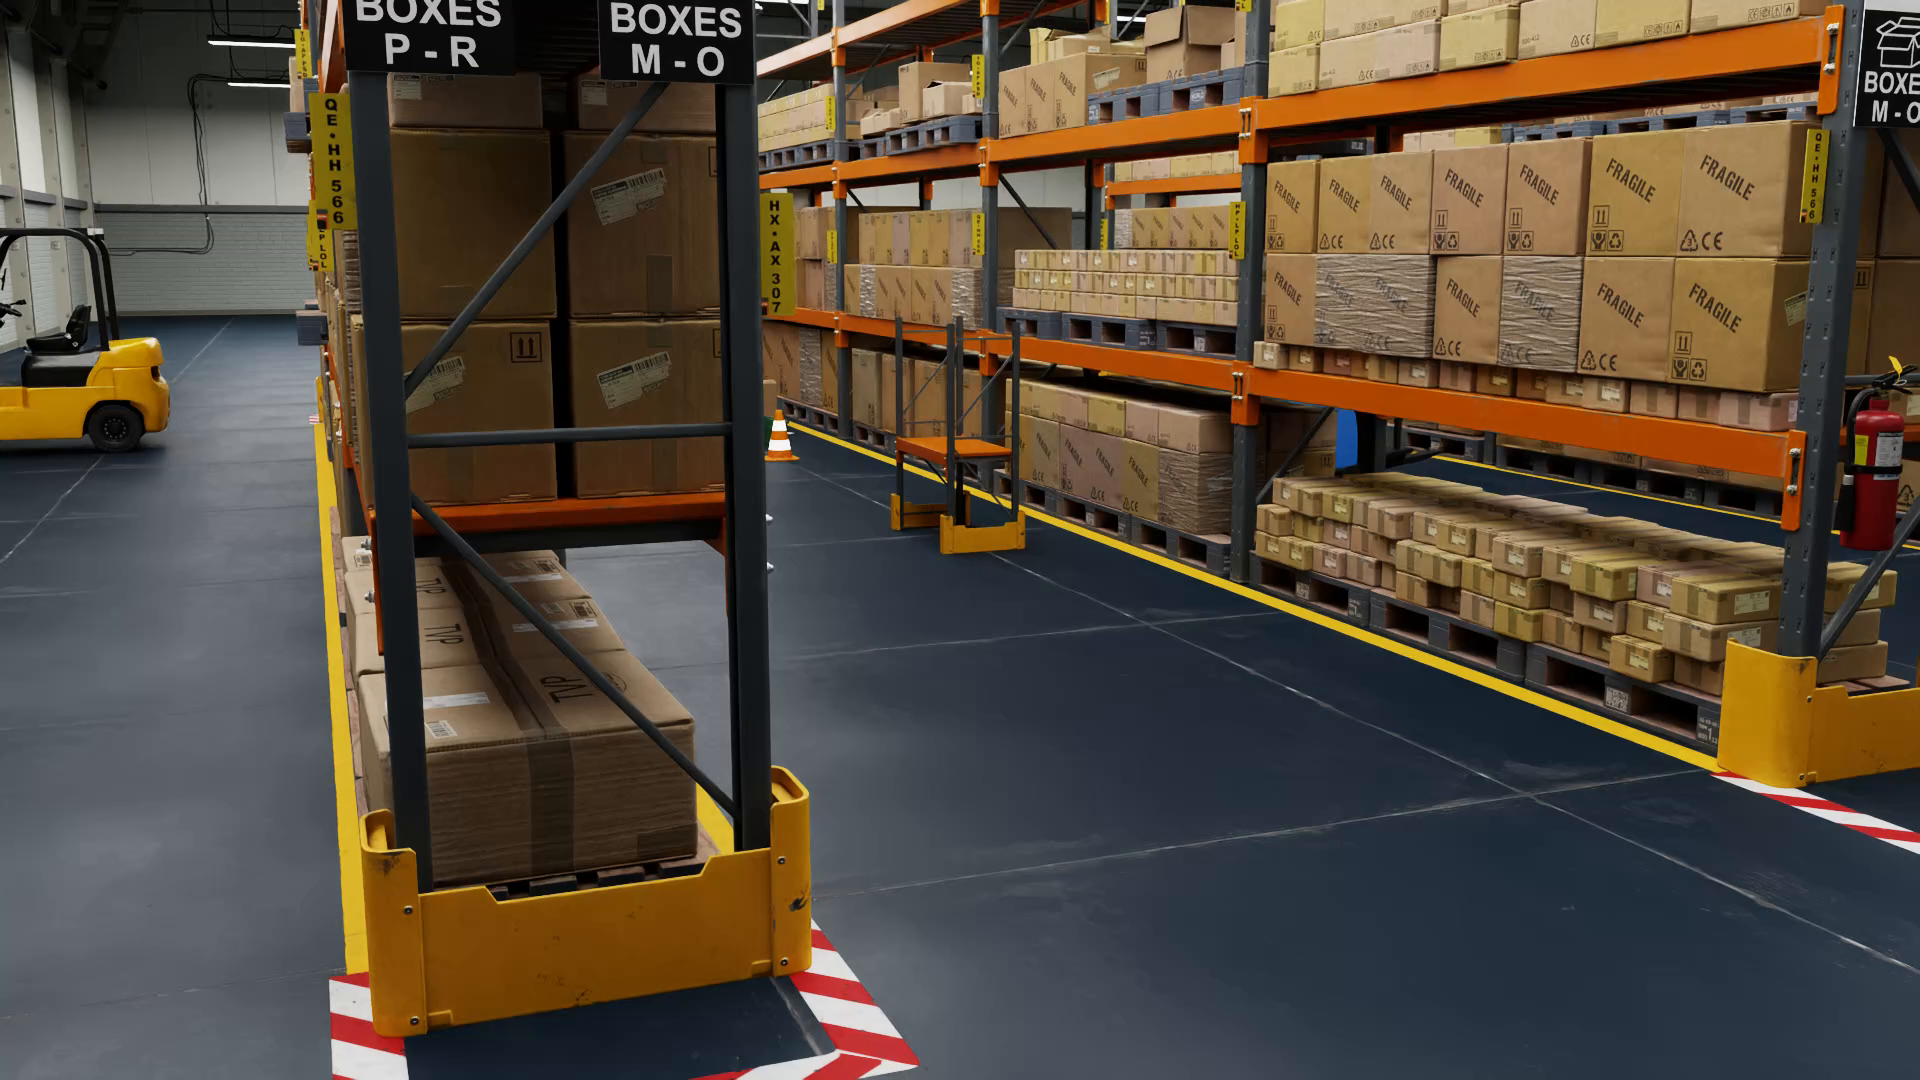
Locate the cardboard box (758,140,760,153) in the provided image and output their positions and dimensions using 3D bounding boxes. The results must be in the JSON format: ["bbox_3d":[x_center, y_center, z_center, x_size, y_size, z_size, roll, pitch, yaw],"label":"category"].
[{"bbox_3d":[-2.227,-4.660,19.722,0.380,0.149,0.250,-4,11,-21],"label":"cardboard box"}]

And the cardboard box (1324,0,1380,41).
[{"bbox_3d":[2.240,-2.725,8.610,0.500,0.250,0.500,-4,11,-21],"label":"cardboard box"}]

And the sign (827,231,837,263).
[{"bbox_3d":[-1.302,-2.987,16.948,0.100,0.325,0.005,-4,11,-21],"label":"sign"}]

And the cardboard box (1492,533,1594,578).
[{"bbox_3d":[2.701,0.070,7.705,0.380,0.149,0.250,-3,11,-19],"label":"cardboard box"}]

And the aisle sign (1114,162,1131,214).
[{"bbox_3d":[2.122,-4.779,22.300,0.394,0.787,0.004,-4,11,-21],"label":"aisle sign"}]

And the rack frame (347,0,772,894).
[{"bbox_3d":[-1.014,-0.268,4.360,1.000,3.000,0.127,-4,11,-21],"label":"rack frame"}]

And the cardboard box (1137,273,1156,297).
[{"bbox_3d":[1.405,-1.704,11.102,0.380,0.149,0.250,-5,11,-24],"label":"cardboard box"}]

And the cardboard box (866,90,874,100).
[{"bbox_3d":[-0.786,-4.723,17.796,0.380,0.149,0.250,-4,11,-21],"label":"cardboard box"}]

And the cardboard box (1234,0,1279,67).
[{"bbox_3d":[2.078,-3.053,9.968,0.700,0.500,0.500,-4,11,-21],"label":"cardboard box"}]

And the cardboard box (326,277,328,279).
[{"bbox_3d":[-3.604,-1.481,10.181,0.500,0.250,0.500,-4,11,-21],"label":"cardboard box"}]

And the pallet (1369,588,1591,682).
[{"bbox_3d":[2.835,0.428,8.409,1.003,0.211,1.213,-4,11,-21],"label":"pallet"}]

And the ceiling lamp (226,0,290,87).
[{"bbox_3d":[-17.069,-12.788,40.948,2.000,3.185,0.800,-4,11,-21],"label":"ceiling lamp"}]

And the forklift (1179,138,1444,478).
[{"bbox_3d":[2.999,-1.844,13.419,1.130,2.935,3.031,9,13,40],"label":"forklift"}]

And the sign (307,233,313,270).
[{"bbox_3d":[-5.866,-2.617,15.095,0.100,0.325,0.005,-4,11,-21],"label":"sign"}]

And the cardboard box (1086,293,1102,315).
[{"bbox_3d":[1.120,-1.685,11.847,0.380,0.149,0.250,-4,11,-20],"label":"cardboard box"}]

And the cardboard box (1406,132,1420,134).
[{"bbox_3d":[4.556,-4.201,16.197,0.500,0.500,0.500,-4,11,-20],"label":"cardboard box"}]

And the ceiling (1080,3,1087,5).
[{"bbox_3d":[1.944,-15.236,45.683,6.000,0.001,6.000,-4,11,-21],"label":"ceiling"}]

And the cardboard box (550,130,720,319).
[{"bbox_3d":[-0.923,-0.906,4.806,0.500,0.500,0.500,-4,11,-22],"label":"cardboard box"}]

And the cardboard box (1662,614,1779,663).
[{"bbox_3d":[3.106,0.384,6.788,0.380,0.149,0.250,-4,11,-22],"label":"cardboard box"}]

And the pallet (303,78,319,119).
[{"bbox_3d":[-3.630,-2.856,10.883,1.213,0.211,1.003,-3,11,-18],"label":"pallet"}]

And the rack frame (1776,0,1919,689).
[{"bbox_3d":[3.563,-0.598,6.219,1.000,3.000,0.127,-4,11,-21],"label":"rack frame"}]

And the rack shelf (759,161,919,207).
[{"bbox_3d":[-1.511,-4.006,18.866,1.077,0.370,4.000,-4,11,-21],"label":"rack shelf"}]

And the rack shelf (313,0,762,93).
[{"bbox_3d":[-1.739,-1.717,5.996,1.077,0.370,4.000,-4,11,-21],"label":"rack shelf"}]

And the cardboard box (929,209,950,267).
[{"bbox_3d":[0.138,-2.686,14.813,0.700,0.500,0.500,-4,11,-22],"label":"cardboard box"}]

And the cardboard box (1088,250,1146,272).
[{"bbox_3d":[1.128,-1.978,11.794,0.380,0.149,0.250,-4,11,-19],"label":"cardboard box"}]

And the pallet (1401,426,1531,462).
[{"bbox_3d":[5.041,-0.957,16.199,1.003,0.211,1.213,-4,11,-21],"label":"pallet"}]

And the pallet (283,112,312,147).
[{"bbox_3d":[-4.860,-3.334,13.570,1.213,0.211,1.003,-4,11,-21],"label":"pallet"}]

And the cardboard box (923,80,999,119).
[{"bbox_3d":[0.005,-3.745,14.112,0.500,0.311,0.500,-4,11,-21],"label":"cardboard box"}]

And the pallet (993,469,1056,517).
[{"bbox_3d":[0.946,-0.404,13.087,1.003,0.211,1.213,-4,11,-21],"label":"pallet"}]

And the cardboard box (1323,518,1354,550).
[{"bbox_3d":[2.244,-0.048,9.219,0.380,0.149,0.250,-4,11,-21],"label":"cardboard box"}]

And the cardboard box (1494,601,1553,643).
[{"bbox_3d":[2.722,0.365,7.747,0.380,0.149,0.250,-4,11,-23],"label":"cardboard box"}]

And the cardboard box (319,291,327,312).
[{"bbox_3d":[-4.549,-1.773,12.339,0.380,0.149,0.250,-4,11,-21],"label":"cardboard box"}]

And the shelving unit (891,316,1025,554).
[{"bbox_3d":[-0.028,-0.751,11.359,0.587,1.500,1.083,-4,11,-21],"label":"shelving unit"}]

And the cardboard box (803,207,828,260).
[{"bbox_3d":[-1.195,-3.307,17.937,0.875,0.550,0.550,-4,11,-21],"label":"cardboard box"}]

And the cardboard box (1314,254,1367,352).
[{"bbox_3d":[2.244,-1.270,8.859,0.500,0.500,0.500,-4,11,-21],"label":"cardboard box"}]

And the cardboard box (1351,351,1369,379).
[{"bbox_3d":[2.312,-0.938,8.847,0.380,0.149,0.250,-4,11,-23],"label":"cardboard box"}]

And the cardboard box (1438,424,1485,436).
[{"bbox_3d":[5.062,-1.296,16.025,0.700,0.500,0.500,-5,11,-24],"label":"cardboard box"}]

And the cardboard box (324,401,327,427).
[{"bbox_3d":[-6.030,-1.245,16.507,0.500,0.250,0.500,-4,11,-22],"label":"cardboard box"}]

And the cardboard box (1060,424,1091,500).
[{"bbox_3d":[1.058,-0.583,12.073,0.500,0.500,0.500,-4,11,-22],"label":"cardboard box"}]

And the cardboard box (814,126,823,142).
[{"bbox_3d":[-1.307,-4.246,17.396,0.380,0.149,0.250,-4,11,-20],"label":"cardboard box"}]

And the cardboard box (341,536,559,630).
[{"bbox_3d":[-2.336,0.243,7.604,0.875,0.438,0.875,-4,11,-22],"label":"cardboard box"}]

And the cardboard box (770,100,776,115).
[{"bbox_3d":[-1.951,-4.929,18.958,0.380,0.149,0.250,-4,11,-22],"label":"cardboard box"}]

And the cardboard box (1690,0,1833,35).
[{"bbox_3d":[3.151,-2.059,6.292,0.500,0.250,0.500,-4,11,-22],"label":"cardboard box"}]

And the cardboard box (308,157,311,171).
[{"bbox_3d":[-6.995,-4.158,18.381,0.380,0.149,0.250,-4,11,-21],"label":"cardboard box"}]

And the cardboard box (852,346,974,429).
[{"bbox_3d":[-0.477,-1.561,16.853,1.050,0.750,0.750,-4,11,-21],"label":"cardboard box"}]

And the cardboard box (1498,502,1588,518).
[{"bbox_3d":[3.026,-0.098,8.646,0.380,0.149,0.250,-4,11,-23],"label":"cardboard box"}]

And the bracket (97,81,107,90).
[{"bbox_3d":[-23.575,-12.493,45.678,0.235,0.232,0.430,-4,11,-21],"label":"bracket"}]

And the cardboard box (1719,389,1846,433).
[{"bbox_3d":[3.181,-0.510,6.439,0.380,0.149,0.250,-4,11,-21],"label":"cardboard box"}]

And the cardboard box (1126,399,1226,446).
[{"bbox_3d":[1.434,-0.787,11.076,0.500,0.250,0.500,-3,11,-18],"label":"cardboard box"}]

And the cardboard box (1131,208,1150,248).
[{"bbox_3d":[2.544,-4.007,21.392,0.500,0.500,0.500,-4,11,-21],"label":"cardboard box"}]

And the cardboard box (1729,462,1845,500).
[{"bbox_3d":[6.522,-0.813,12.296,1.225,0.875,0.875,-4,11,-21],"label":"cardboard box"}]

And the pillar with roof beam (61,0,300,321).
[{"bbox_3d":[-18.884,-10.516,44.847,9.100,9.000,0.548,-4,11,-21],"label":"pillar with roof beam"}]
